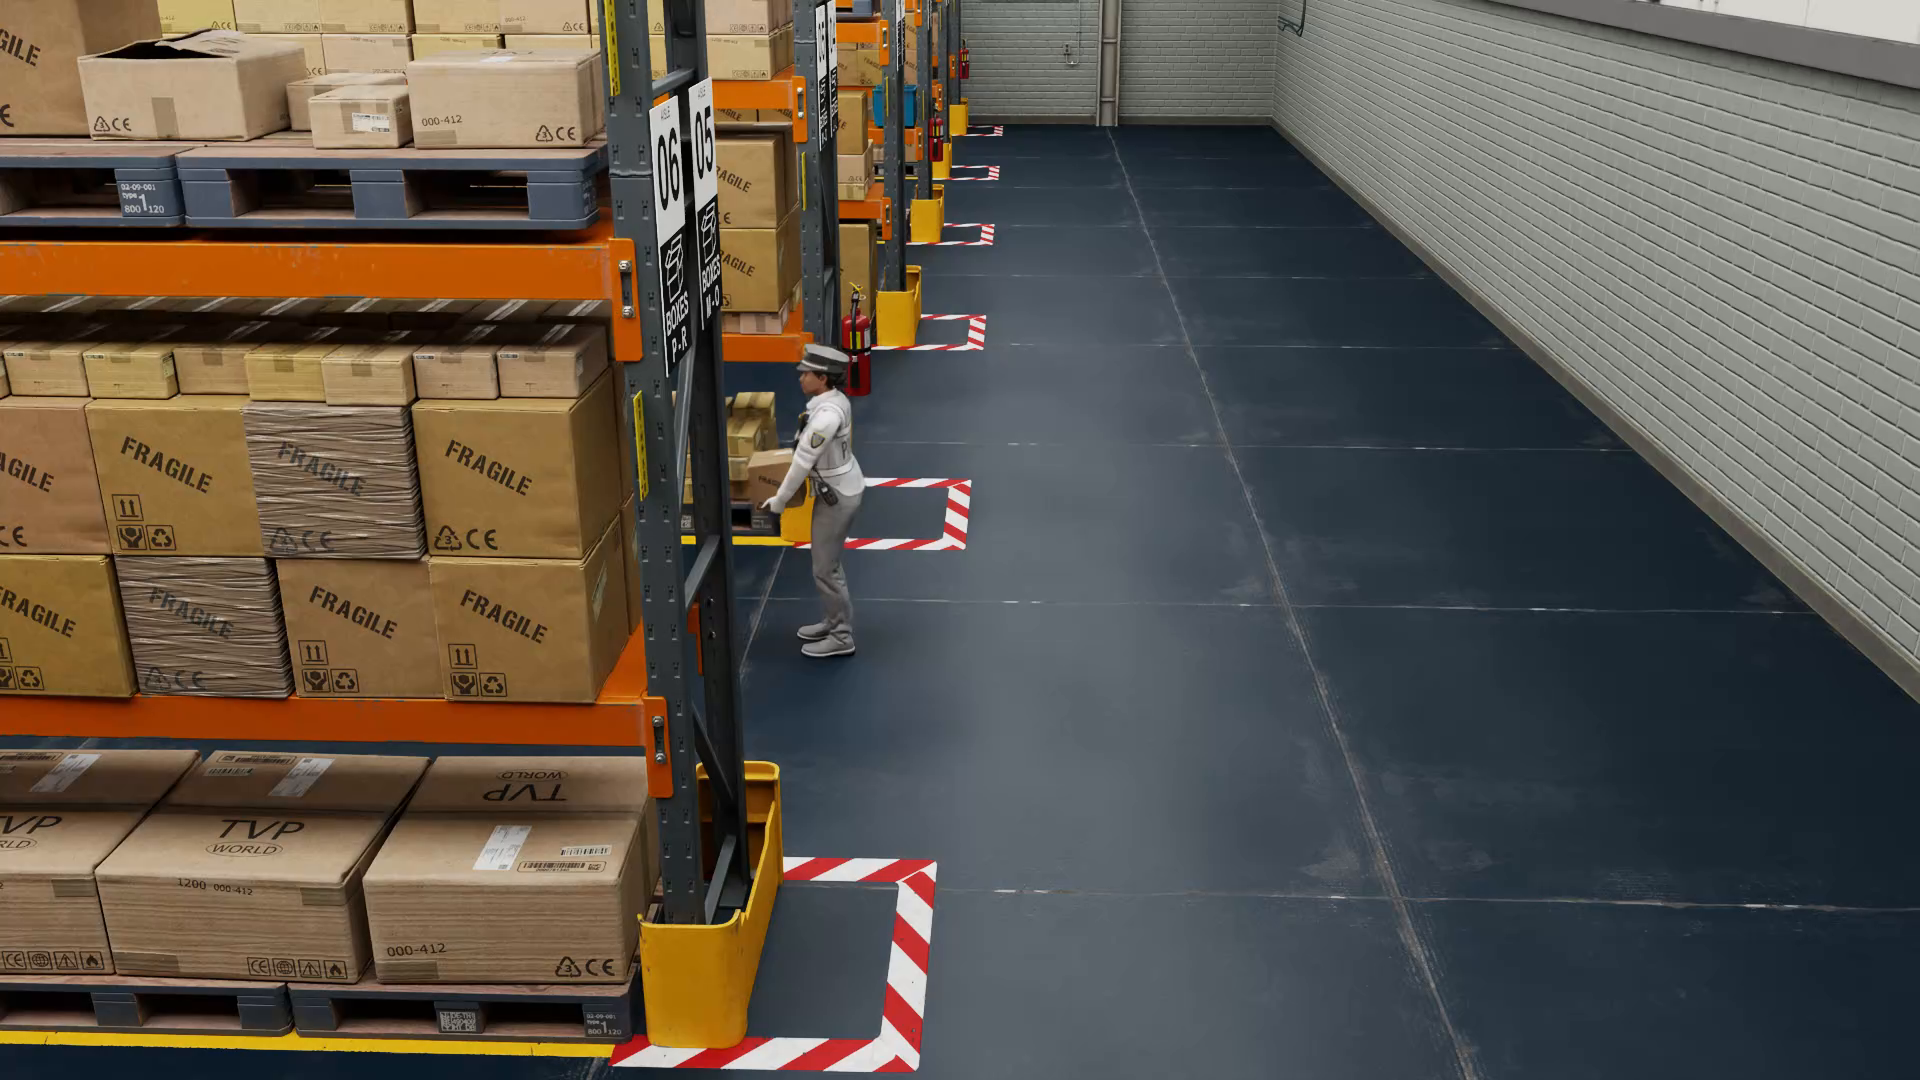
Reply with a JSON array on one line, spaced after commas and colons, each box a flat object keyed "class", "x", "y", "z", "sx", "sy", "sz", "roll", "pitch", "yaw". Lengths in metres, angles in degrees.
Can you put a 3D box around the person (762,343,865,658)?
[{"class": "person", "x": -0.760, "y": -0.210, "z": 8.703, "sx": 0.528, "sy": 1.682, "sz": 0.417, "roll": 0, "pitch": 21, "yaw": 1}]
